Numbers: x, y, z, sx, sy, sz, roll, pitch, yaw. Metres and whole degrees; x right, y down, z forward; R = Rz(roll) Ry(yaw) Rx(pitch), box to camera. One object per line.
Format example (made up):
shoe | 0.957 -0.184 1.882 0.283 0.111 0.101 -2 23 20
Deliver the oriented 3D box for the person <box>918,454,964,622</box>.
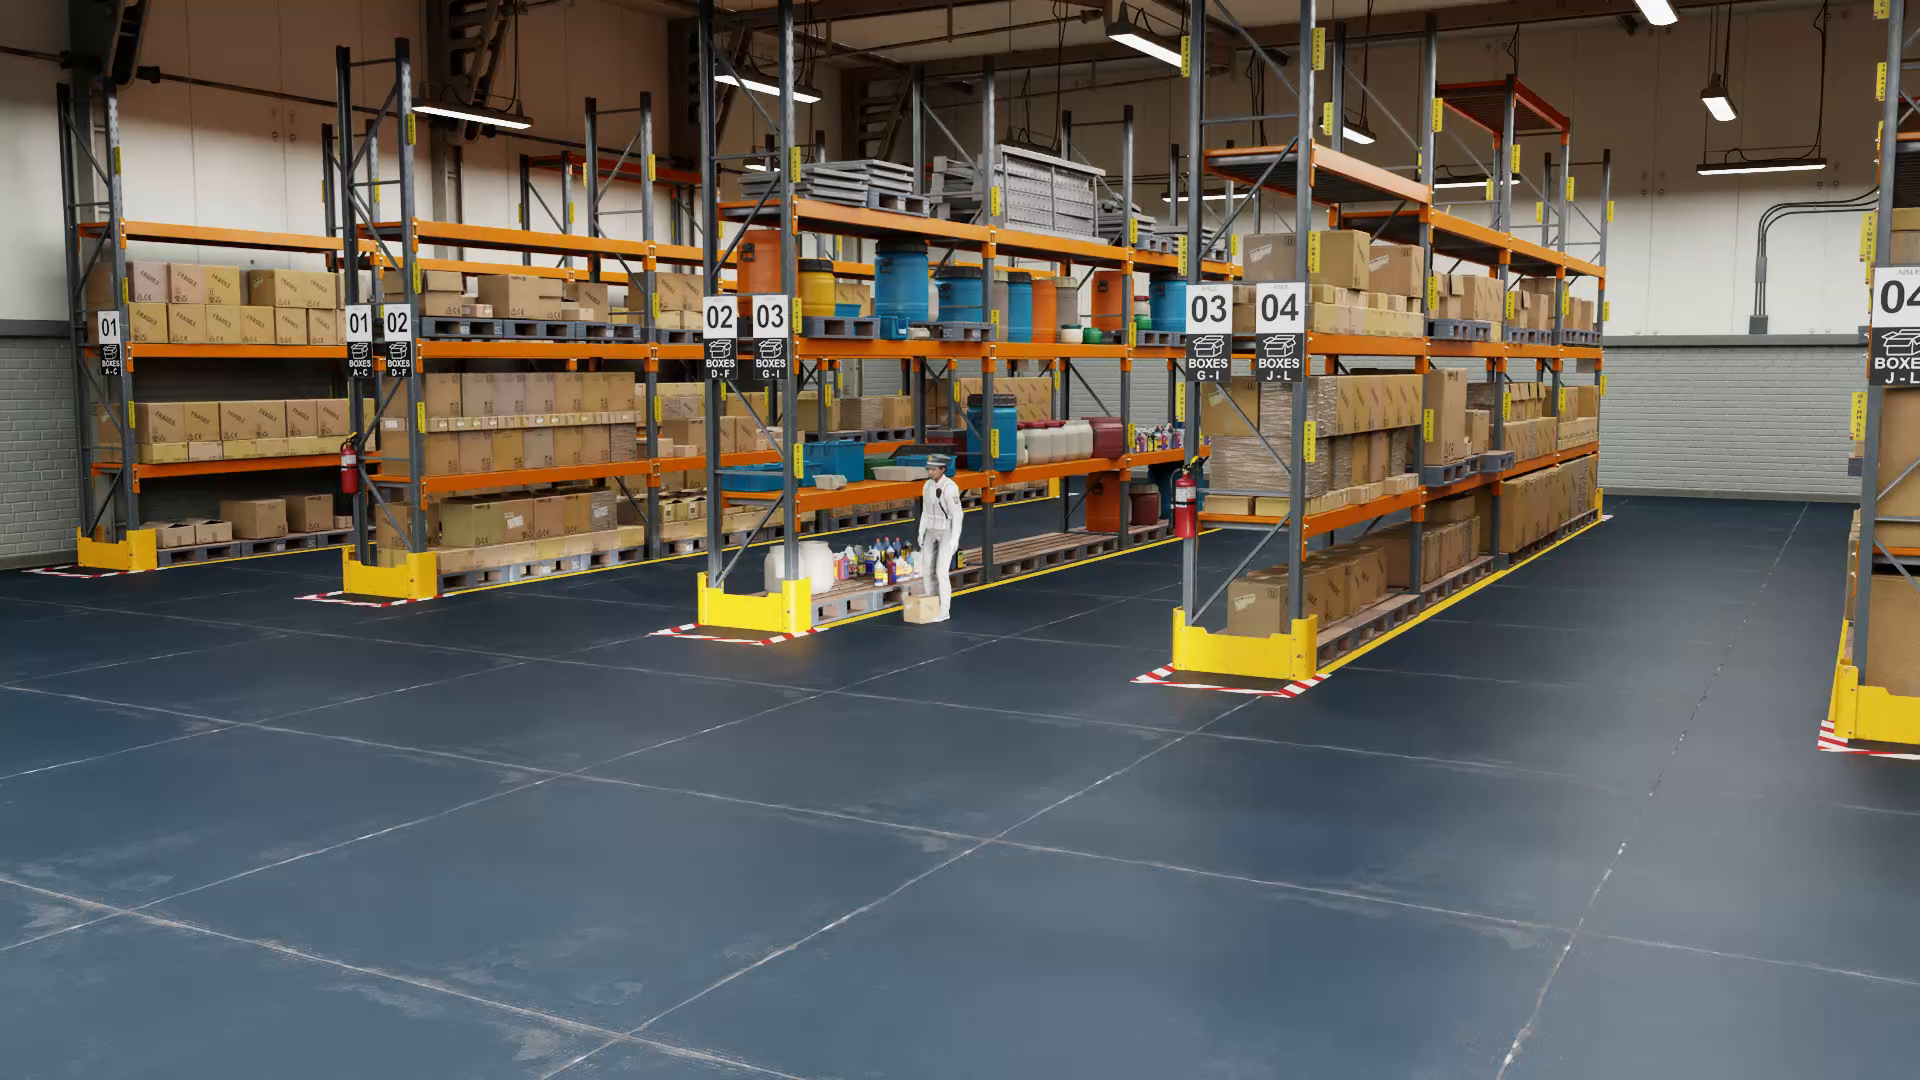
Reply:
person | -0.220 -0.031 16.649 0.543 1.662 0.416 6 8 44
